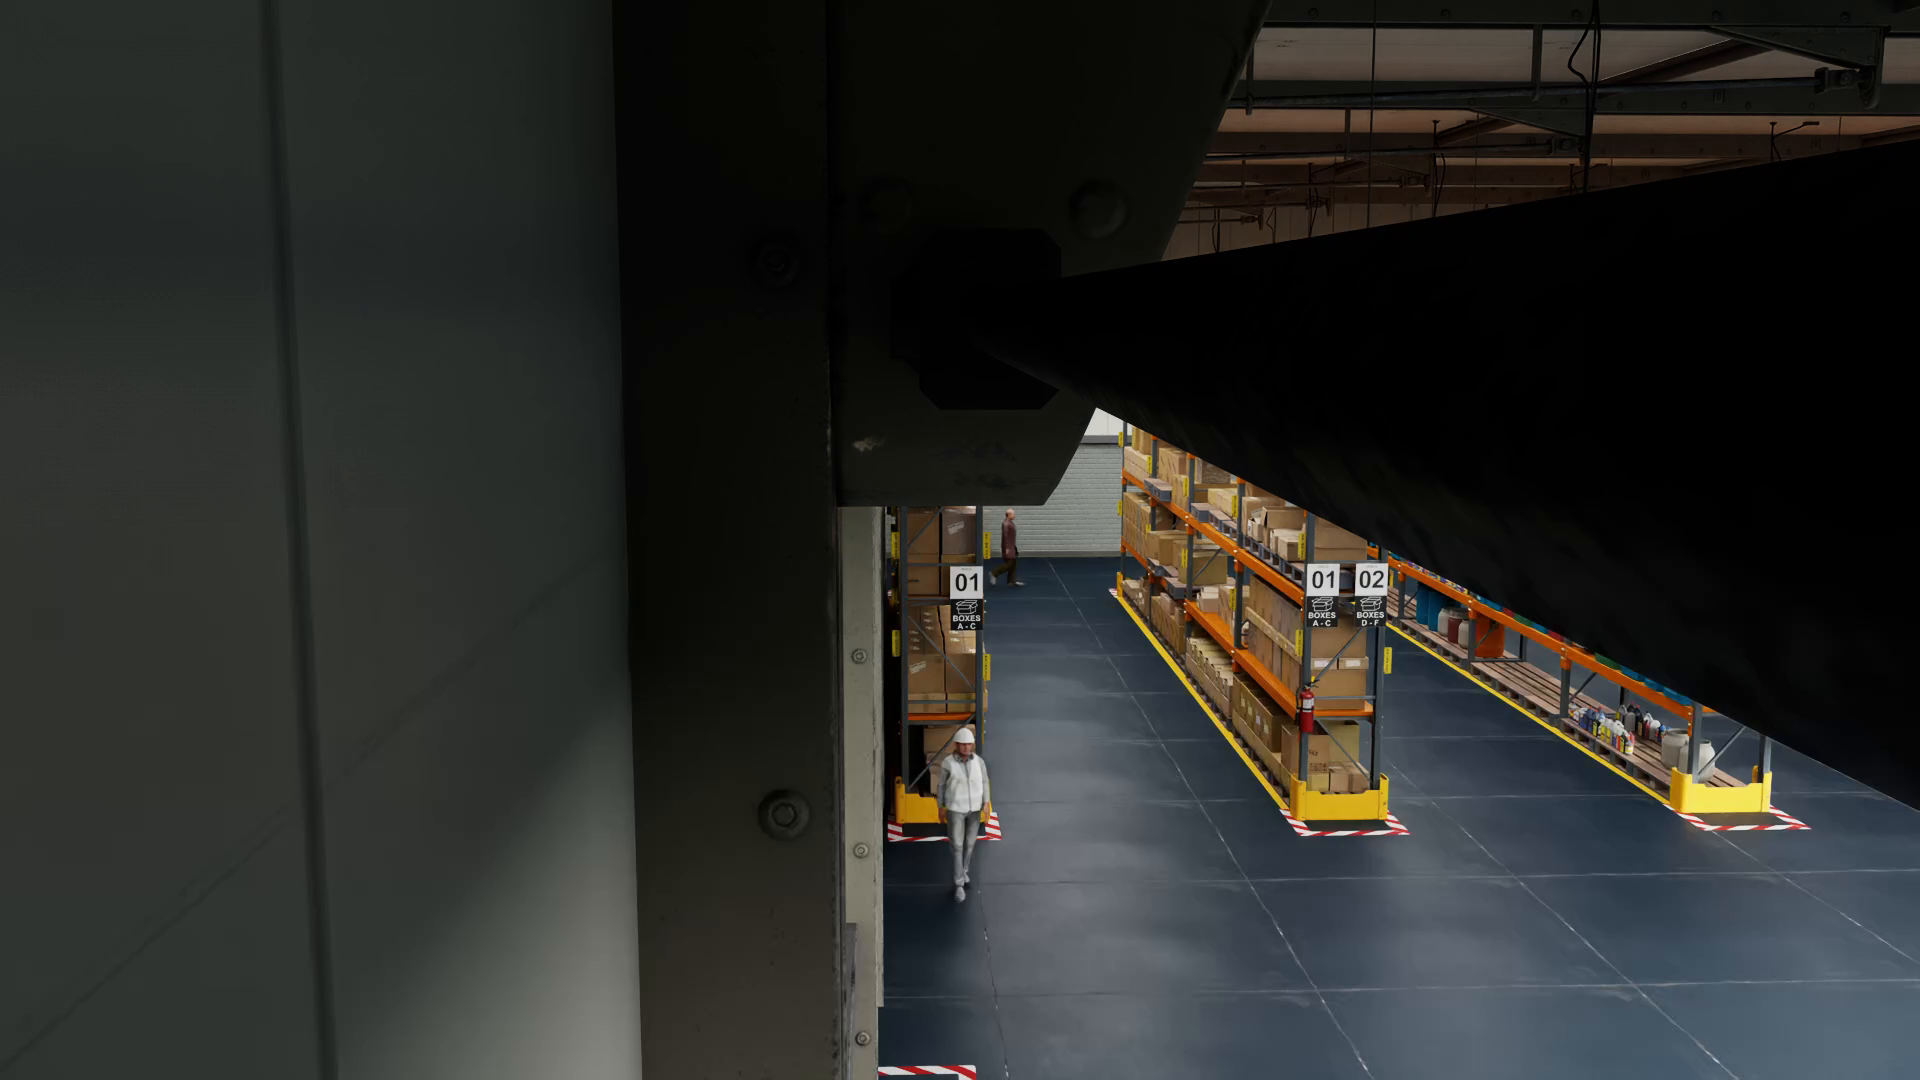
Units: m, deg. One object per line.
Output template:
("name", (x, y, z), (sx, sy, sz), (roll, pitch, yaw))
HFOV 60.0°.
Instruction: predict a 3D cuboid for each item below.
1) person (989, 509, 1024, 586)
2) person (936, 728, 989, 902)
("person", (1.047, 0.179, 37.506), (0.749, 1.767, 0.644), (2, 8, 14))
("person", (0.078, 2.932, 18.024), (0.558, 1.759, 0.759), (-4, 9, -23))
